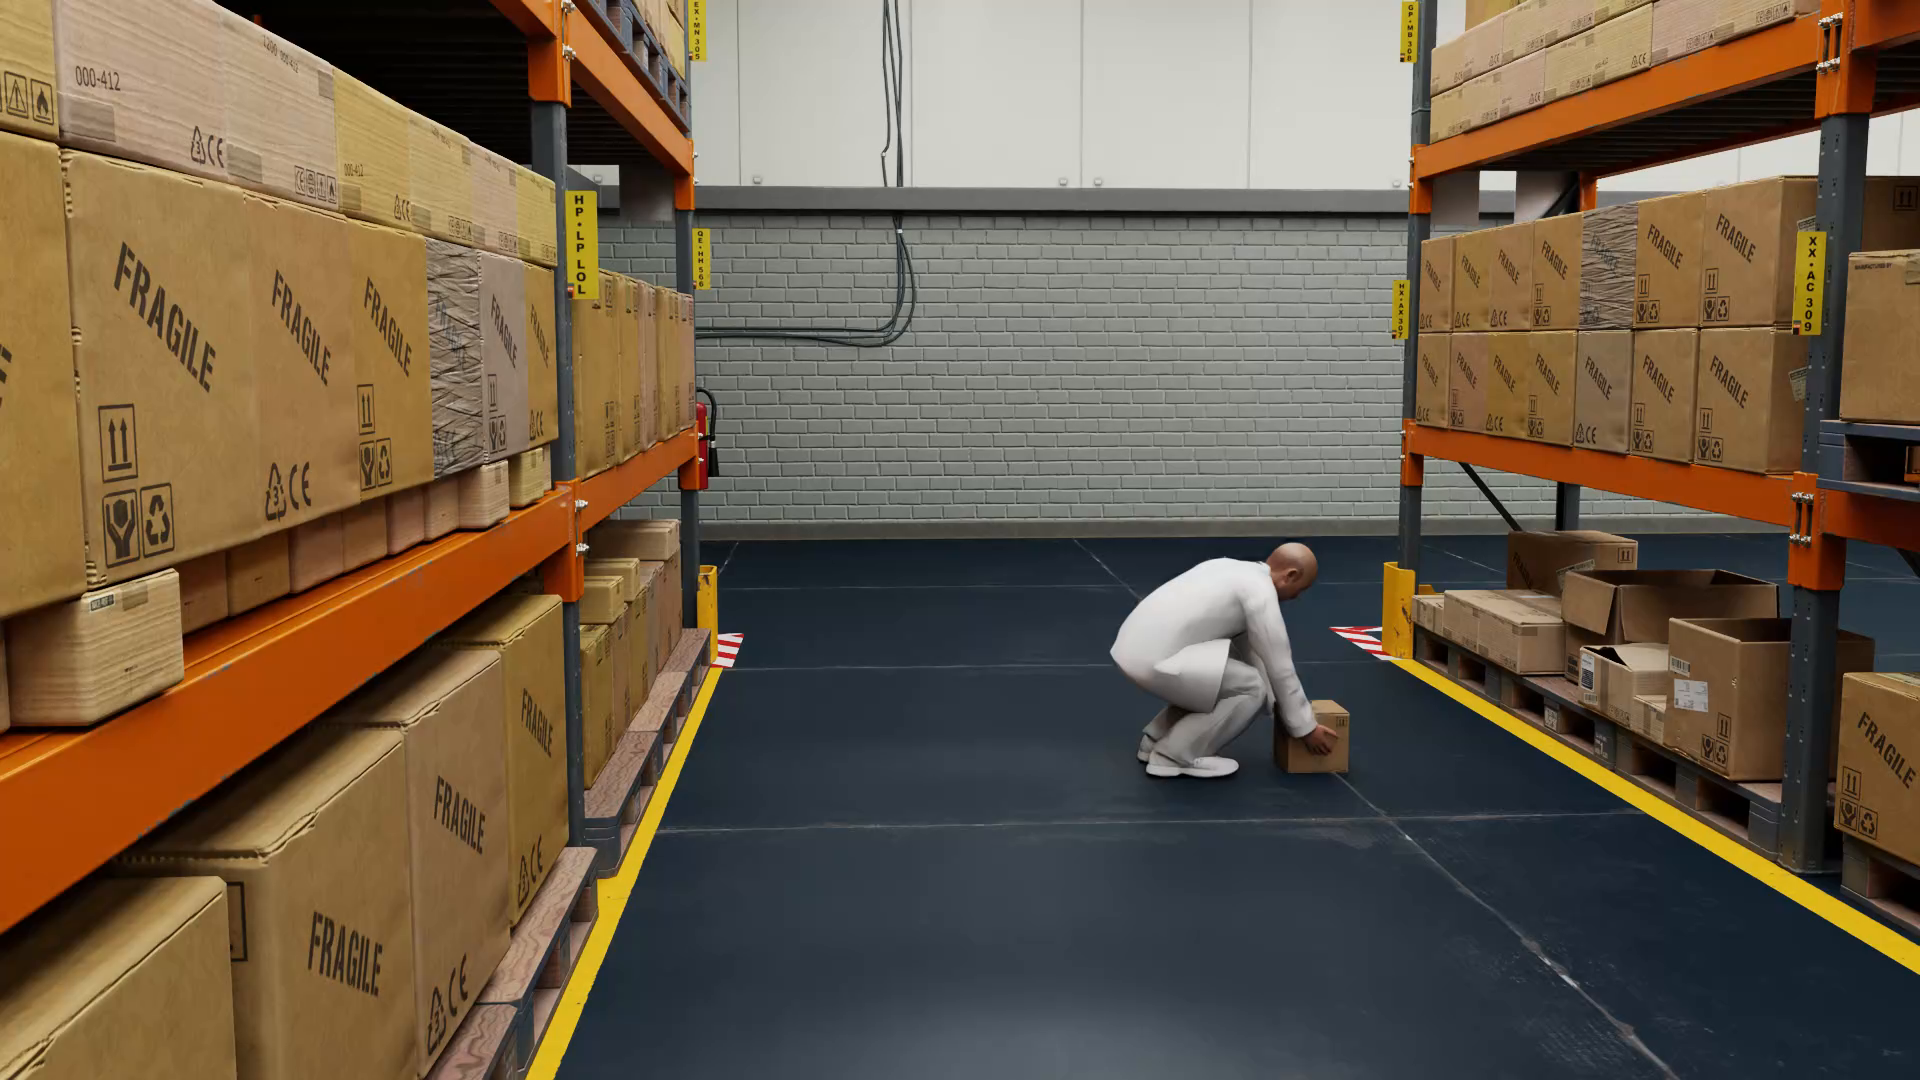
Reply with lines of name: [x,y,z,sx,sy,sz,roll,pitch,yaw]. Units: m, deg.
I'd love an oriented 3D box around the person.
person: [1.074,0.480,6.854,0.913,0.930,0.608,0,7,-4]
